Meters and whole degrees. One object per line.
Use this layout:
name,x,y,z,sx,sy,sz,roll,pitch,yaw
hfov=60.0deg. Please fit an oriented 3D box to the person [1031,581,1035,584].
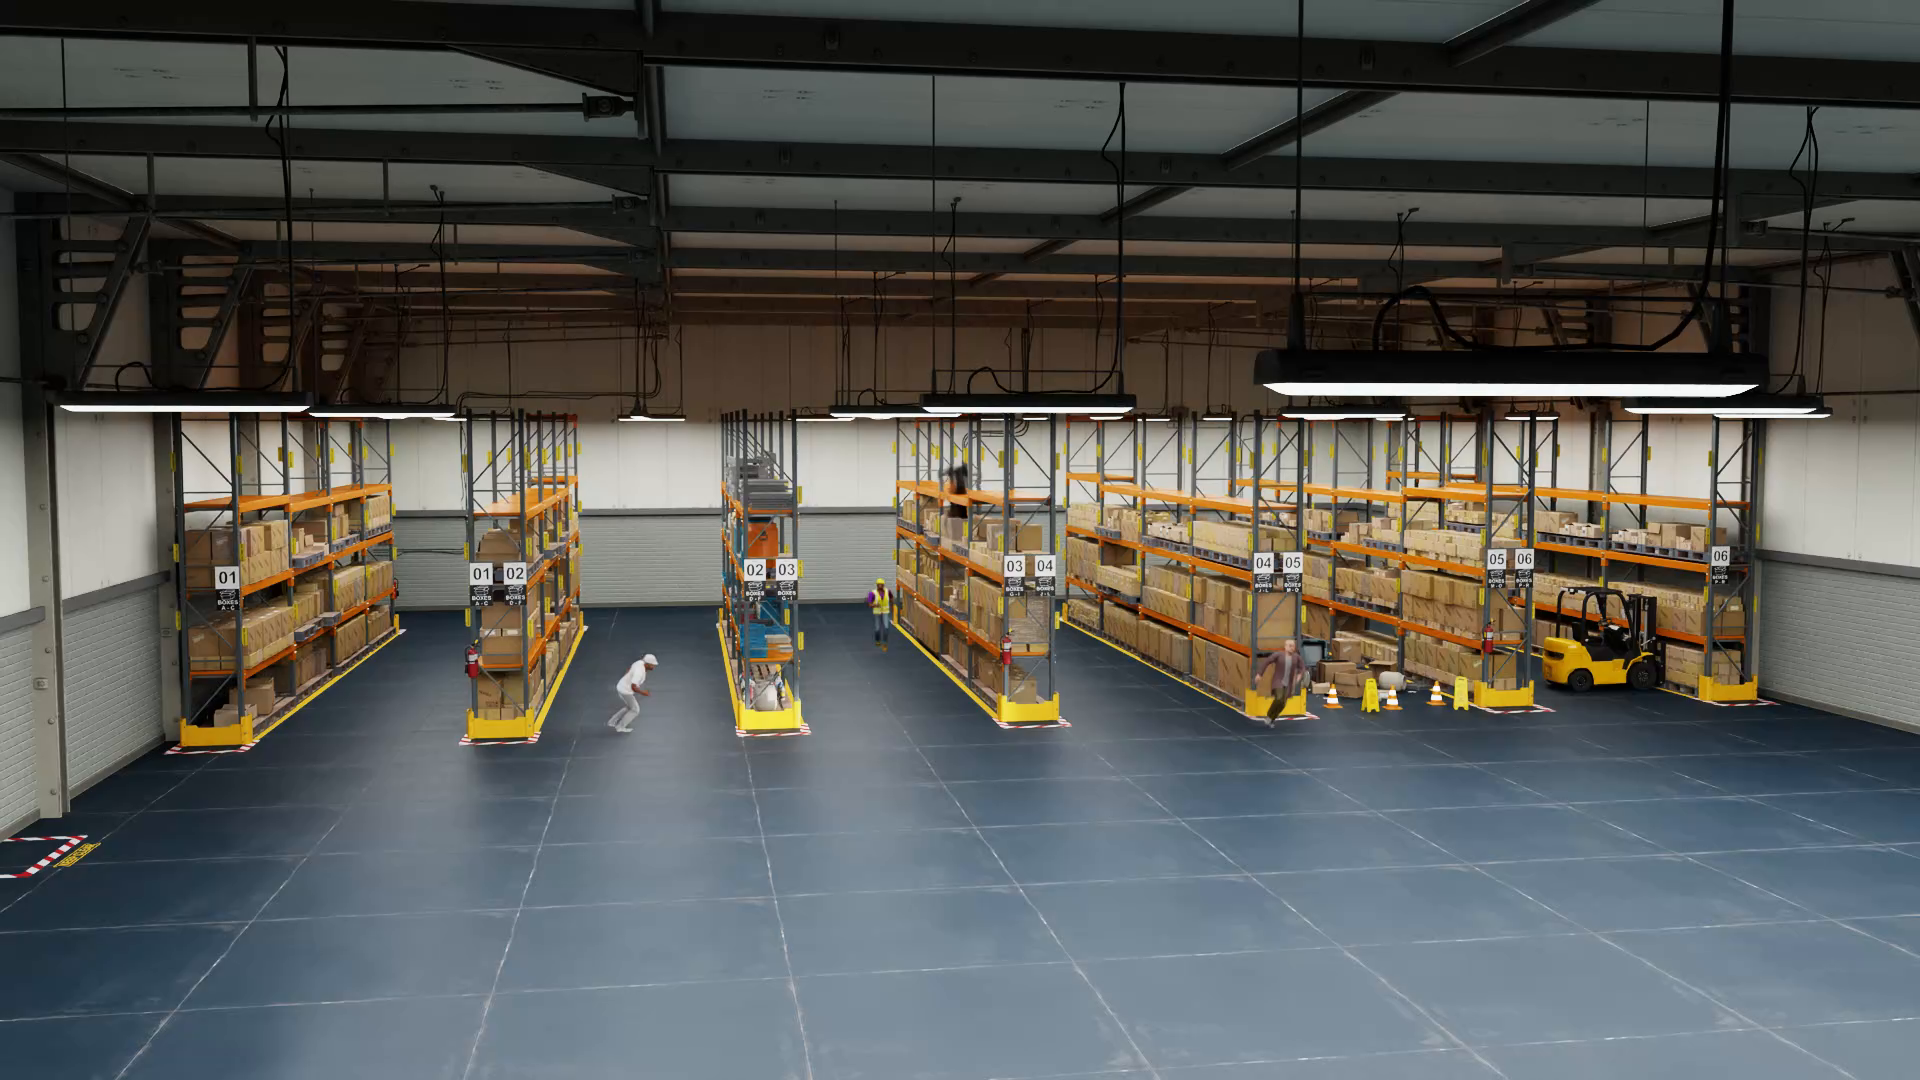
person,2.065,1.478,49.330,0.510,1.683,0.800,0,4,-3

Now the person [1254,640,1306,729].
person,6.083,2.721,31.268,0.879,1.695,0.735,-1,4,-18

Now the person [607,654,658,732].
person,-6.067,2.838,30.813,0.953,1.482,0.741,-1,4,-10

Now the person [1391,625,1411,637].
person,11.779,1.809,44.596,0.570,1.641,0.724,-2,5,-29

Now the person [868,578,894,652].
person,-1.932,1.832,40.676,0.665,1.799,0.831,-1,4,-9
